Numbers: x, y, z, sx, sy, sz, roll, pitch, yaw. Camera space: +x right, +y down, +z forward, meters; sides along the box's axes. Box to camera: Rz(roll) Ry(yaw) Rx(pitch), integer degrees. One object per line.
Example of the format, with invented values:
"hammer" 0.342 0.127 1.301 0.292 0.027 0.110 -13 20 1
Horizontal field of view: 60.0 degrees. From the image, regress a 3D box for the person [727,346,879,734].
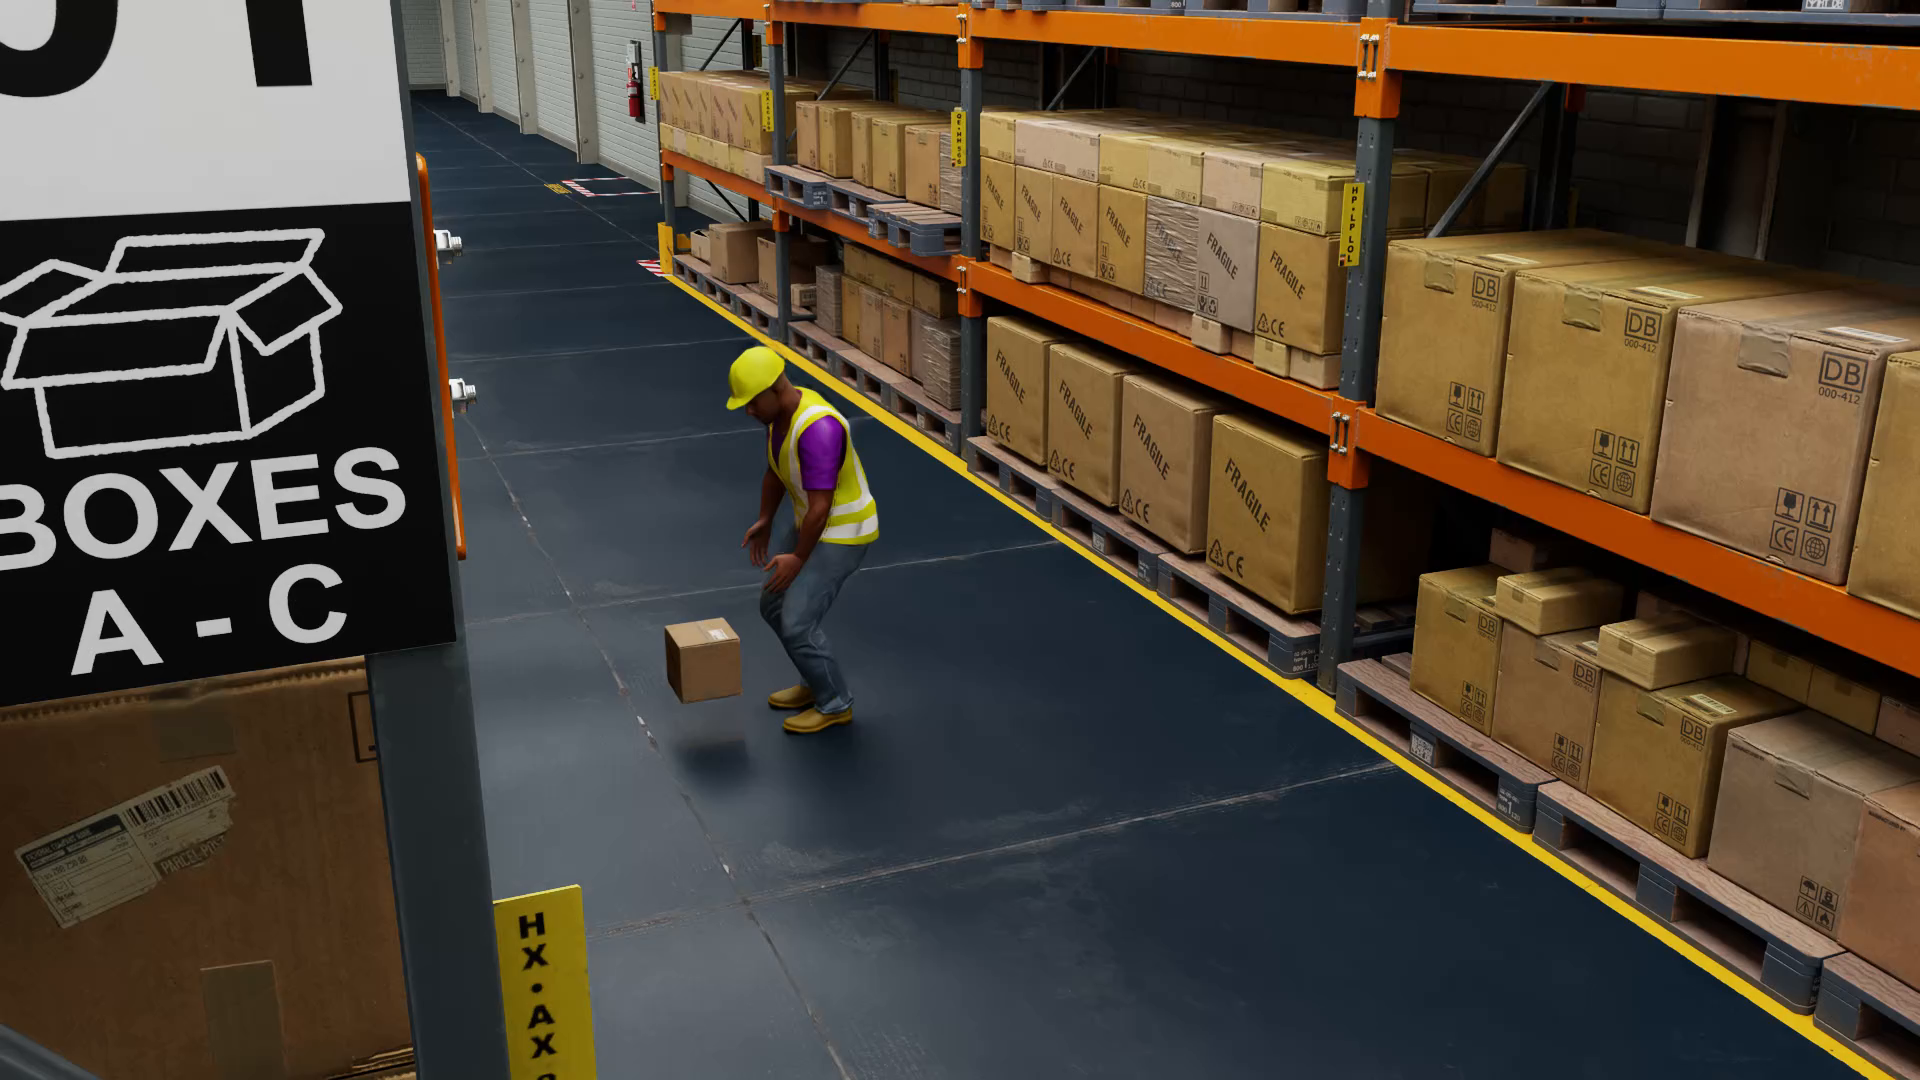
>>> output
"person" -0.634 -0.010 6.796 0.599 1.613 0.616 -8 20 -21
